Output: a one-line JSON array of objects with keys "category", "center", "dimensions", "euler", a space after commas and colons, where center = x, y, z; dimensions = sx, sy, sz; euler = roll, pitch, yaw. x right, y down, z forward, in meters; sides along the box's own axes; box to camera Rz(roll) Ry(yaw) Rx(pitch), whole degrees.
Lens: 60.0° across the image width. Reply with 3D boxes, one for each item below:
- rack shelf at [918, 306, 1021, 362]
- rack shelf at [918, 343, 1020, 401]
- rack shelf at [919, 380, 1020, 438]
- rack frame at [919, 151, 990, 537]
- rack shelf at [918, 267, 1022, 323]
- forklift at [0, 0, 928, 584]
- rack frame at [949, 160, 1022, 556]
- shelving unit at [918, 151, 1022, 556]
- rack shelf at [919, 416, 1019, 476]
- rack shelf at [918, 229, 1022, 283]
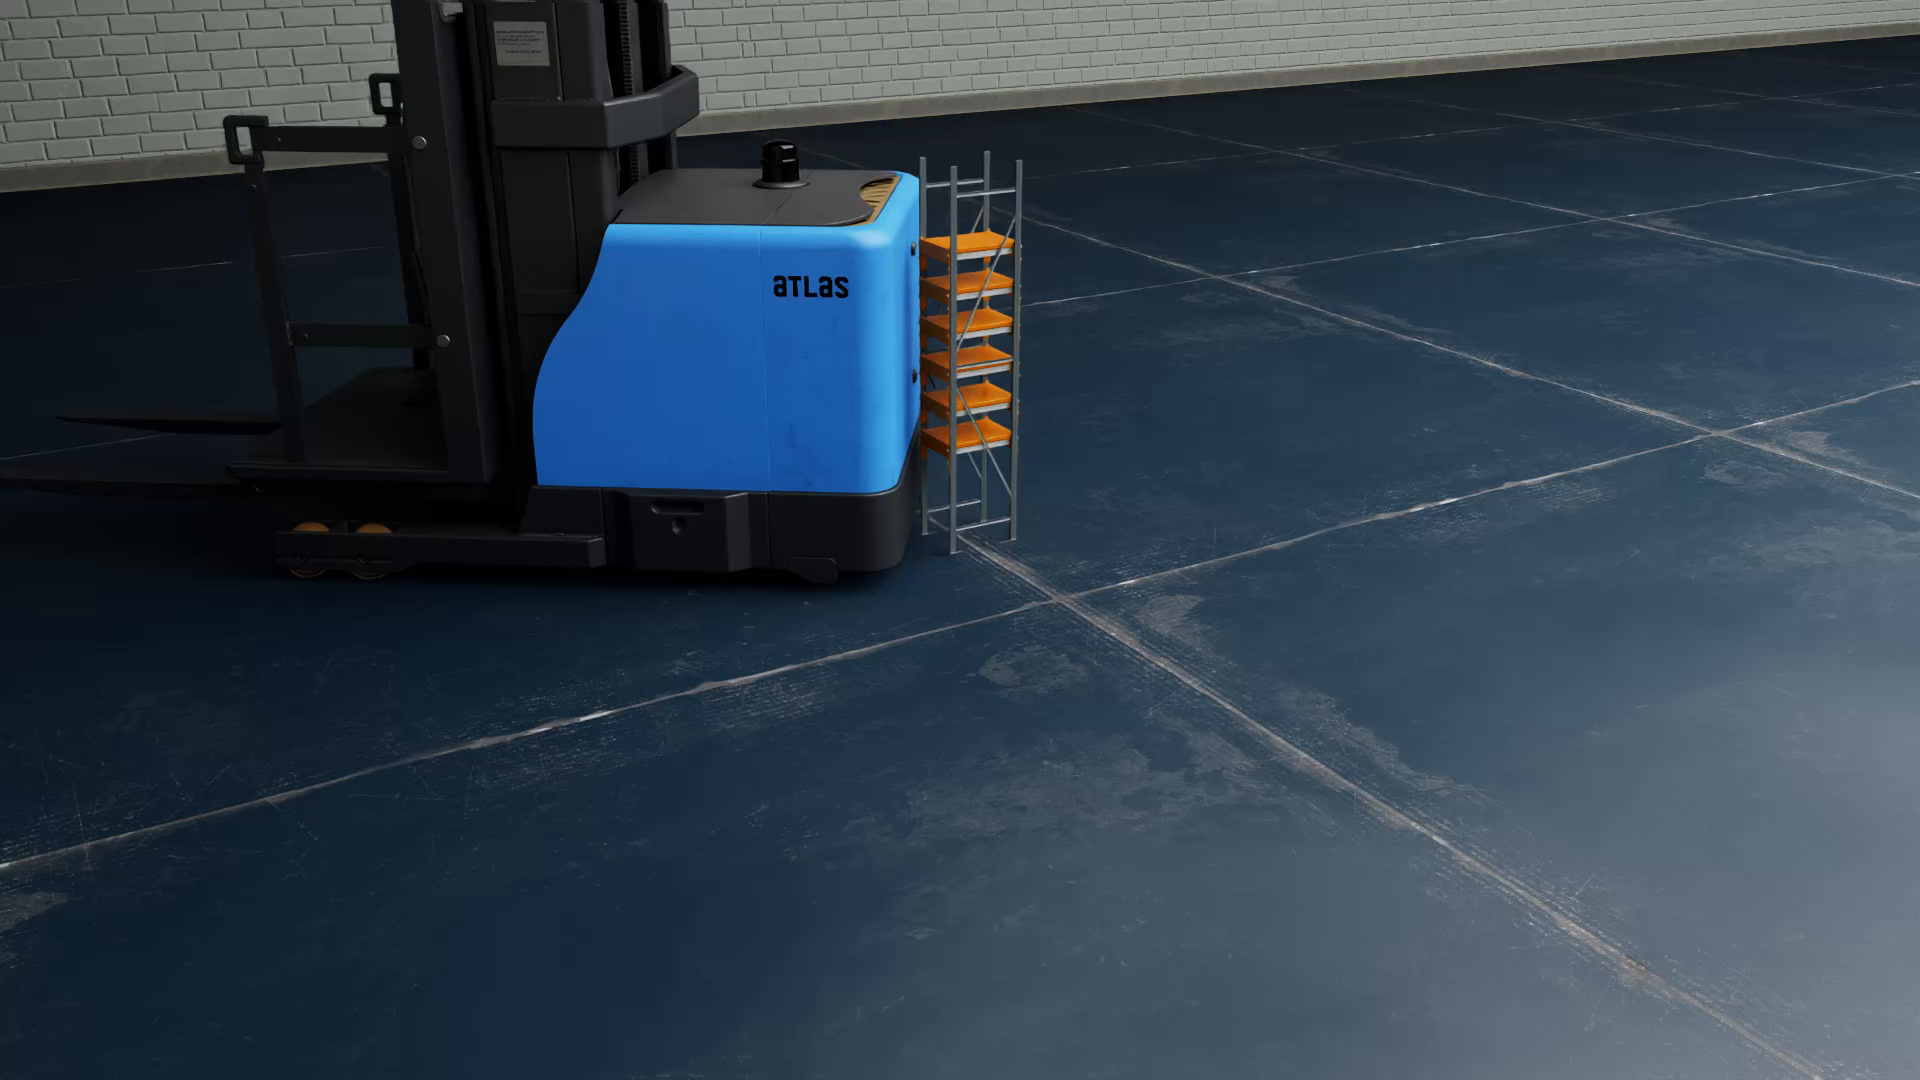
[{"category": "rack shelf", "center": [0.029, -0.630, 5.066], "dimensions": [0.258, 0.103, 0.180], "euler": [-12, 25, -28]}, {"category": "rack shelf", "center": [0.028, -0.519, 5.111], "dimensions": [0.258, 0.103, 0.180], "euler": [-12, 25, -28]}, {"category": "rack shelf", "center": [0.028, -0.408, 5.156], "dimensions": [0.258, 0.103, 0.180], "euler": [-12, 25, -28]}, {"category": "rack frame", "center": [-0.018, -0.590, 5.168], "dimensions": [0.240, 1.200, 0.006], "euler": [-12, 25, -28]}, {"category": "rack shelf", "center": [0.029, -0.741, 5.021], "dimensions": [0.258, 0.103, 0.180], "euler": [-12, 25, -28]}, {"category": "forklift", "center": [-1.652, -1.434, 4.946], "dimensions": [3.031, 2.935, 1.130], "euler": [2, 22, 4]}, {"category": "rack frame", "center": [0.074, -0.530, 5.021], "dimensions": [0.240, 1.200, 0.006], "euler": [-12, 25, -28]}, {"category": "shelving unit", "center": [0.028, -0.560, 5.095], "dimensions": [0.258, 1.200, 0.189], "euler": [-12, 25, -28]}, {"category": "rack shelf", "center": [0.027, -0.296, 5.201], "dimensions": [0.258, 0.103, 0.180], "euler": [-12, 25, -28]}, {"category": "rack shelf", "center": [0.030, -0.853, 4.976], "dimensions": [0.258, 0.103, 0.180], "euler": [-12, 25, -28]}]
